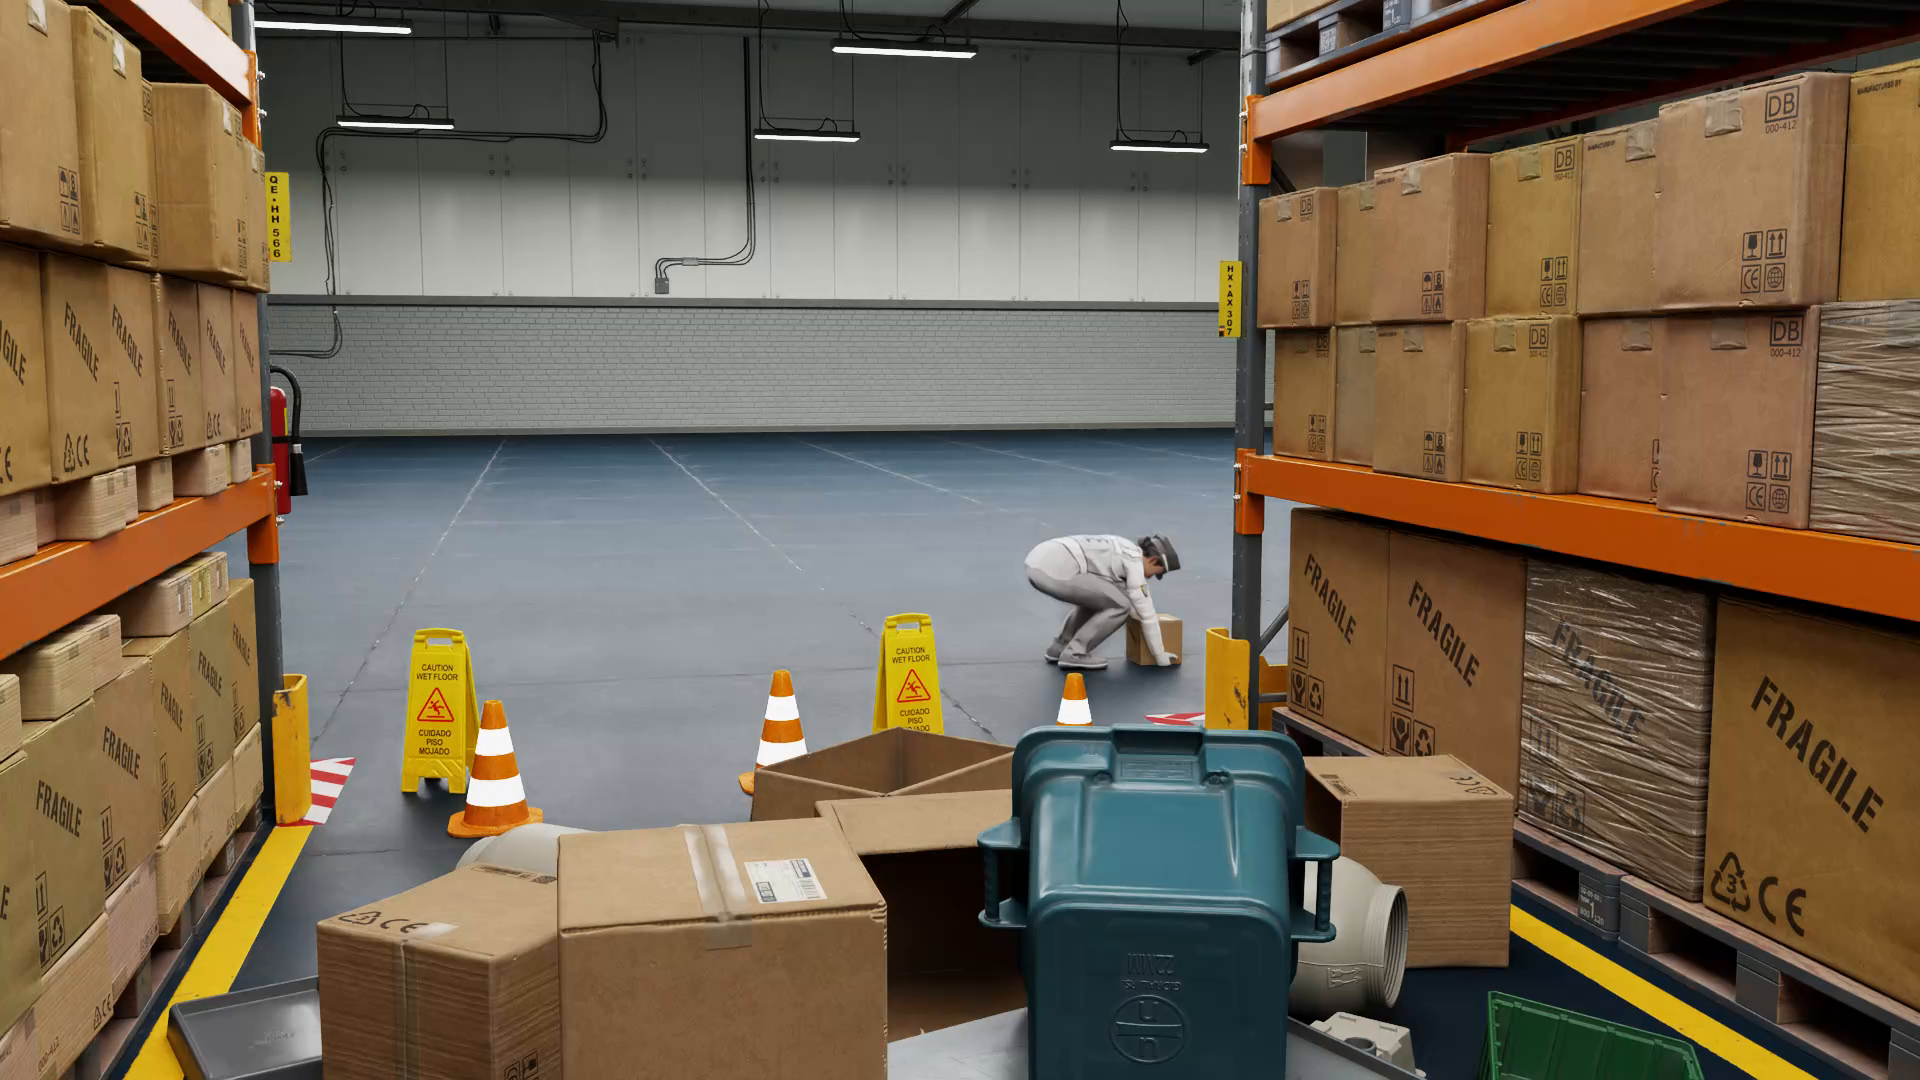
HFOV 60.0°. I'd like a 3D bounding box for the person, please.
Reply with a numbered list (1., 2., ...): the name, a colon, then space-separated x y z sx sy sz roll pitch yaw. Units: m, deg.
1. person: 0.816 0.340 9.388 0.915 0.758 0.456 -2 6 -15
